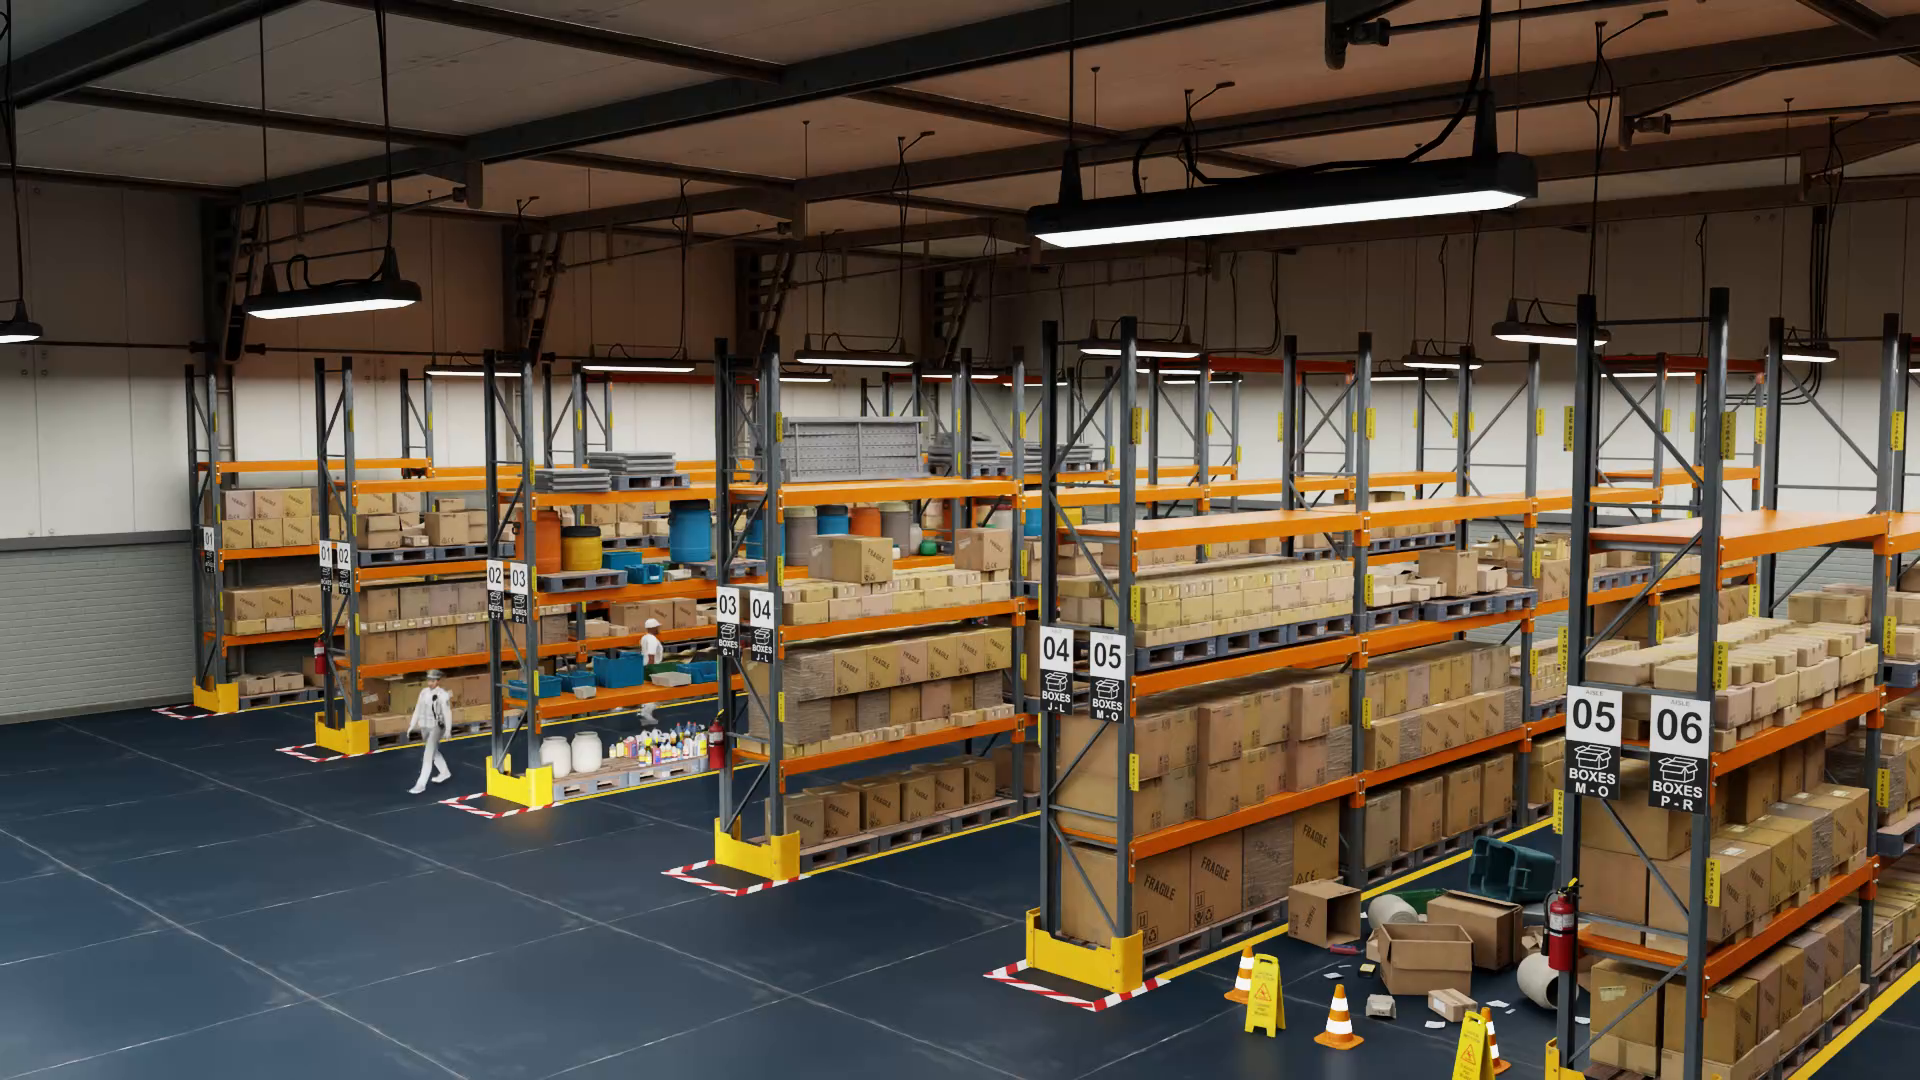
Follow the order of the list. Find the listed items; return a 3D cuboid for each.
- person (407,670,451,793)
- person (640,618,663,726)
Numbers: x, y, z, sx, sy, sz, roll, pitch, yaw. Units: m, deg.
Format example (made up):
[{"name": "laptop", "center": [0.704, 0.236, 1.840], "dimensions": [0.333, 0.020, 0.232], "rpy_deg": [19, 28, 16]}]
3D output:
[{"name": "person", "center": [-7.283, 2.585, 22.818], "dimensions": [0.513, 1.630, 0.910], "rpy_deg": [2, 5, 25]}, {"name": "person", "center": [-5.131, 2.176, 27.469], "dimensions": [0.491, 1.756, 0.600], "rpy_deg": [-3, 5, -36]}]
